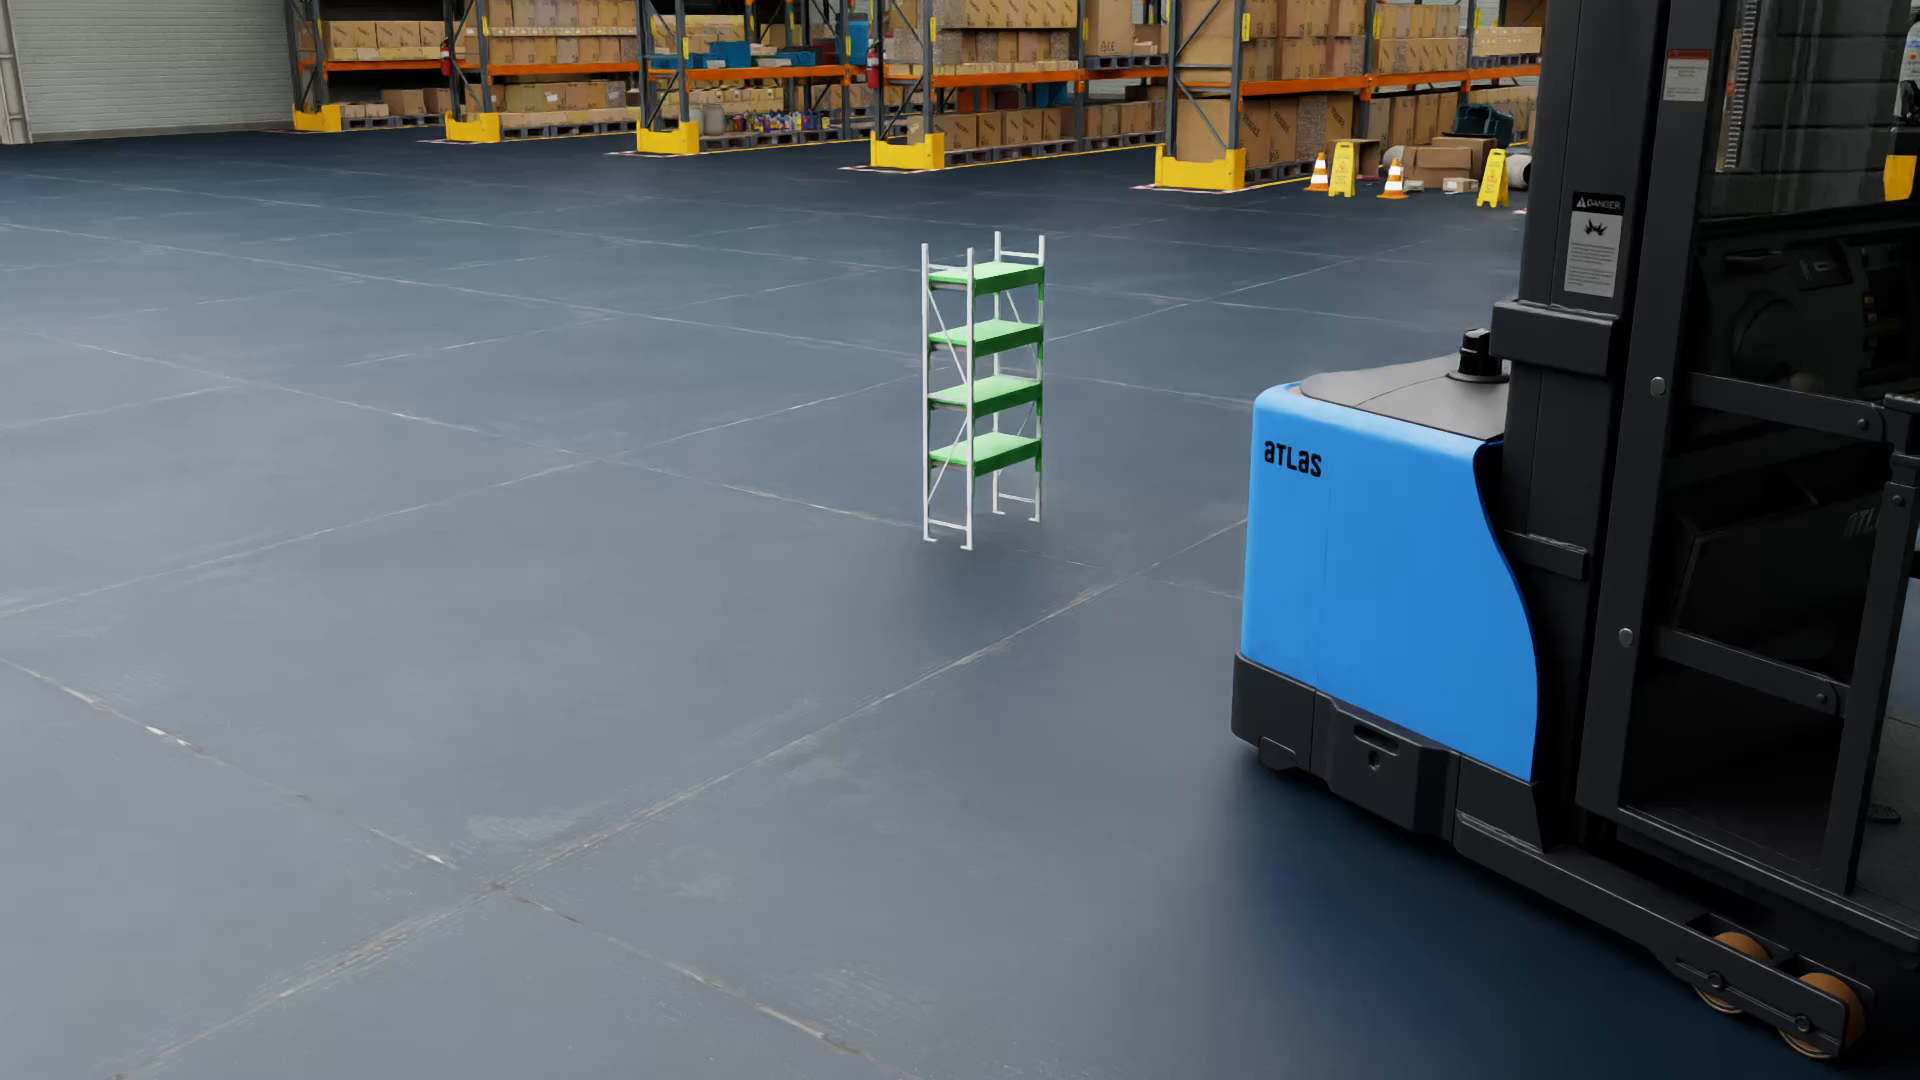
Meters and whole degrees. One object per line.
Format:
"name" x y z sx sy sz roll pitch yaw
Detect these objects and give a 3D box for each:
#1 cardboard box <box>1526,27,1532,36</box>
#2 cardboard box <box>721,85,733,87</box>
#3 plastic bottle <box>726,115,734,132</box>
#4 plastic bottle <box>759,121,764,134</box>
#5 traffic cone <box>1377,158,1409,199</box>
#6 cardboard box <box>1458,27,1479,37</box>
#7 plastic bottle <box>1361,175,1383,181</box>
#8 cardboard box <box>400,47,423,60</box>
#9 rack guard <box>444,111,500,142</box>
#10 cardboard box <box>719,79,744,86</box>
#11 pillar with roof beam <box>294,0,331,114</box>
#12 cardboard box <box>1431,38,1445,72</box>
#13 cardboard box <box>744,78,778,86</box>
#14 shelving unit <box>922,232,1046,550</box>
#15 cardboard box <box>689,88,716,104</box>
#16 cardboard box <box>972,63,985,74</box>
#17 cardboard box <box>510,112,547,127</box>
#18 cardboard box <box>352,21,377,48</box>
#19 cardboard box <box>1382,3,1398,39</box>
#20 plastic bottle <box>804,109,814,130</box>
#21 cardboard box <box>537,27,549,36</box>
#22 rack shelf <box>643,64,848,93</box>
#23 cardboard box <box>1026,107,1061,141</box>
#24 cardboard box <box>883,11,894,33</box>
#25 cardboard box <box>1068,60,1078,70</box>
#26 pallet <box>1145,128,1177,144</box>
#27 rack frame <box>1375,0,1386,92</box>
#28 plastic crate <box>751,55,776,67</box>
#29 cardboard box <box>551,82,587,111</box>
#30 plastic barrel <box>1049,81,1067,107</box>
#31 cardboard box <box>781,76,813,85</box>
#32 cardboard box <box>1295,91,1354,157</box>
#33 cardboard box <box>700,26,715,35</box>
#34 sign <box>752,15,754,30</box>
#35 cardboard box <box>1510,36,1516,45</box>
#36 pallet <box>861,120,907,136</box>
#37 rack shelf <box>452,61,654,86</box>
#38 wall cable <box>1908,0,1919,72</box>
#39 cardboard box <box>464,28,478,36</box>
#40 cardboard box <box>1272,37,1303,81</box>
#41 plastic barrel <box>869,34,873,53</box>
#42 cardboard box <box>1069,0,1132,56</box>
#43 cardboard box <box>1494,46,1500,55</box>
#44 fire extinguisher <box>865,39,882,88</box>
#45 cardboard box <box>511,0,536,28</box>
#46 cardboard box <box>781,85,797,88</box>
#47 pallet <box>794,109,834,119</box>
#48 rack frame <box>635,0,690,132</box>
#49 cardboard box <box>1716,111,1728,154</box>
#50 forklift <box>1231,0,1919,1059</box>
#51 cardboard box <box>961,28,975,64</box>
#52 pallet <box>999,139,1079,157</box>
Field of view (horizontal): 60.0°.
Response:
"cardboard box" 9.854 -8.972 29.341 0.380 0.149 0.250 12 21 33
"cardboard box" -4.863 -9.518 35.369 0.500 0.311 0.500 12 21 33
"plastic bottle" -4.002 -7.239 28.887 0.061 0.283 0.133 13 22 36
"plastic bottle" -3.407 -7.056 28.434 0.097 0.201 0.097 0 17 0
"traffic cone" 5.263 -4.388 20.145 0.336 0.463 0.334 12 21 35
"cardboard box" 8.302 -8.352 27.344 0.380 0.149 0.250 12 21 35
"plastic bottle" 5.555 -4.874 22.386 0.283 0.061 0.133 5 18 16
"cardboard box" -11.301 -9.896 33.822 0.500 0.250 0.500 13 21 35
"rack guard" -8.790 -7.457 29.966 1.175 0.500 0.348 12 21 35
"cardboard box" -5.889 -11.386 41.317 0.750 0.750 0.750 13 21 35
"pillar with roof beam" -9.576 -11.955 30.119 9.100 9.000 0.400 12 21 35
"cardboard box" 7.219 -7.566 25.931 0.500 0.500 0.500 12 21 34
"cardboard box" -5.078 -11.556 42.457 0.700 0.500 0.500 13 21 35
"shelving unit" 0.099 -0.612 6.744 0.258 1.200 0.503 12 21 35
"cardboard box" -5.336 -9.061 33.897 0.500 0.311 0.500 12 21 33
"cardboard box" 0.152 -7.046 24.849 0.380 0.149 0.250 12 21 35
"cardboard box" -7.982 -7.752 30.629 0.500 0.250 0.500 12 21 35
"cardboard box" -11.928 -10.004 32.906 0.500 0.500 0.500 12 21 35
"cardboard box" 6.081 -7.725 24.758 0.700 0.500 0.500 12 21 34
"plastic bottle" -2.683 -7.428 29.382 0.144 0.351 0.185 11 20 32
"cardboard box" -7.755 -9.316 30.473 0.380 0.149 0.250 12 21 33
"rack shelf" -3.608 -7.913 28.432 1.077 0.370 4.000 12 21 35
"cardboard box" 1.291 -6.777 27.066 0.500 0.500 0.500 12 21 33
"cardboard box" -1.532 -12.206 39.189 0.500 0.500 0.500 13 21 35
"cardboard box" 1.670 -7.635 26.746 0.380 0.149 0.250 12 21 35
"pallet" 3.478 -7.293 29.924 1.003 0.211 1.213 12 21 35
"rack frame" 8.712 -10.716 36.245 1.000 3.000 0.127 12 21 35
"plastic crate" -3.452 -8.359 29.011 0.450 0.188 0.662 12 21 35
"cardboard box" -7.381 -8.348 31.281 0.500 0.500 0.500 12 21 35
"plastic barrel" 2.013 -9.711 35.837 0.600 0.901 0.708 12 21 35
"cardboard box" -3.610 -10.215 36.840 0.500 0.250 0.500 13 22 37
"cardboard box" 5.054 -6.006 23.952 0.875 0.875 0.875 13 21 36
"cardboard box" -6.281 -12.193 40.296 0.500 0.500 0.500 12 21 35
"sign" -4.450 -11.171 35.891 0.100 0.325 0.005 12 21 35
"cardboard box" 9.391 -8.641 28.777 0.380 0.149 0.250 13 21 35
"pallet" -1.253 -7.887 31.837 1.003 0.211 1.213 12 21 35
"rack shelf" -7.584 -8.790 31.254 1.077 0.370 4.000 12 21 35
"wall cable" 20.011 -10.812 34.789 0.585 1.953 0.123 12 21 35
"cardboard box" -8.701 -9.139 29.904 0.380 0.149 0.250 12 21 34
"cardboard box" 4.031 -6.419 22.154 0.875 0.550 0.550 12 21 35
"plastic barrel" -1.670 -8.987 30.449 0.433 0.535 0.433 0 17 0
"cardboard box" 2.147 -8.510 27.420 1.000 1.000 1.000 13 21 35
"cardboard box" 8.934 -8.318 28.239 0.380 0.149 0.250 13 22 36
"fire extinguisher" -1.260 -6.923 24.159 0.296 0.674 0.183 12 21 35
"cardboard box" -8.146 -9.572 30.204 0.700 0.500 0.500 12 21 33
"cardboard box" -3.640 -9.843 36.905 0.500 0.500 0.500 13 22 37
"pallet" -3.533 -9.402 36.714 1.003 0.211 1.213 12 21 35
"rack frame" -4.799 -7.781 26.792 1.000 3.000 0.127 12 21 35
"cardboard box" 9.383 -5.164 21.030 0.500 0.500 0.500 12 21 34
"forklift" 2.016 -0.504 3.477 1.130 2.935 3.031 -11 20 -32
"cardboard box" -0.270 -7.362 24.772 0.875 0.500 0.500 12 21 35
"pallet" 1.190 -6.360 26.920 1.003 0.211 1.213 12 21 35
